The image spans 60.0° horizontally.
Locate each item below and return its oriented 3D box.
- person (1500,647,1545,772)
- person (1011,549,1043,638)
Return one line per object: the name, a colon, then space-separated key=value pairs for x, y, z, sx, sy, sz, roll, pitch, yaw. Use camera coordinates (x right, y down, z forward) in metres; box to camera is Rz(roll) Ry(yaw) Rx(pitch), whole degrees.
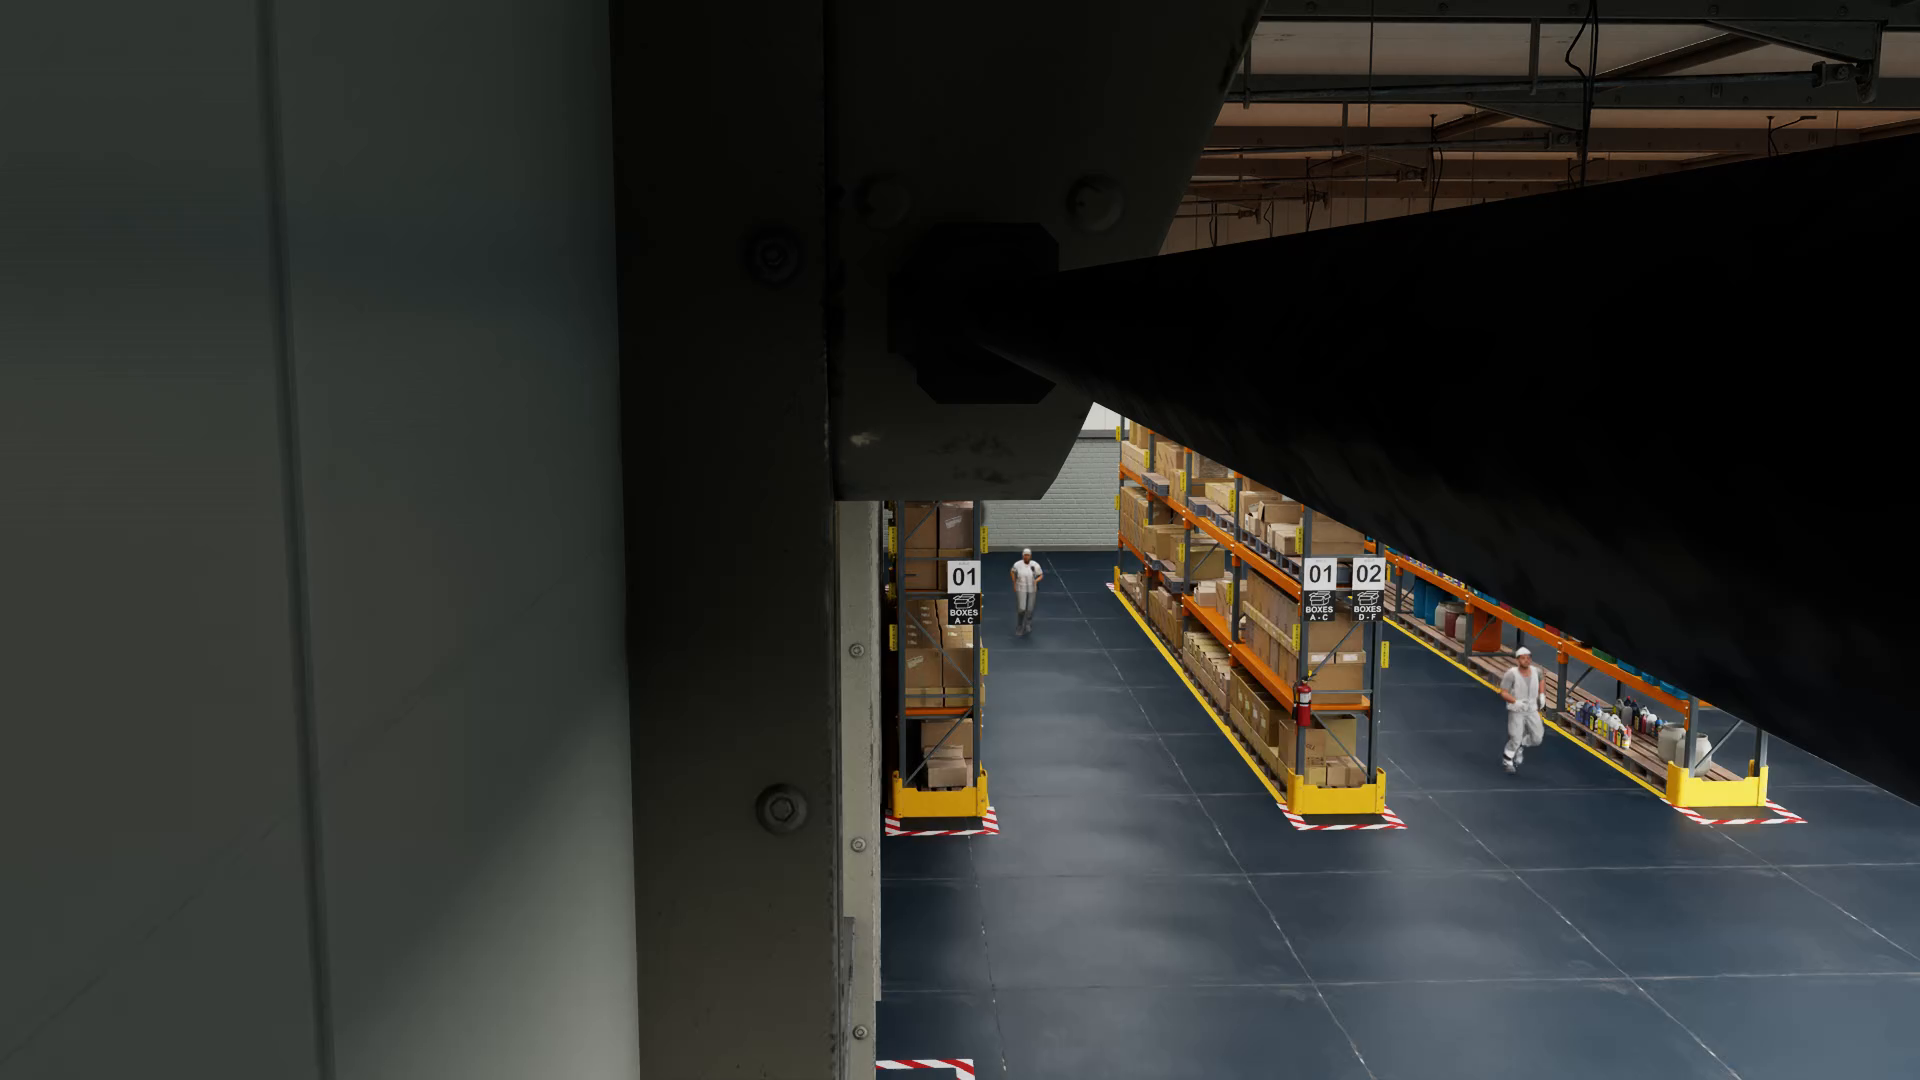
person: x=7.544 y=2.286 z=22.181 sx=0.707 sy=1.736 sz=0.691 roll=-1 pitch=8 yaw=-10
person: x=1.276 y=0.999 z=31.485 sx=0.597 sy=1.702 sz=0.722 roll=-1 pitch=8 yaw=-5
